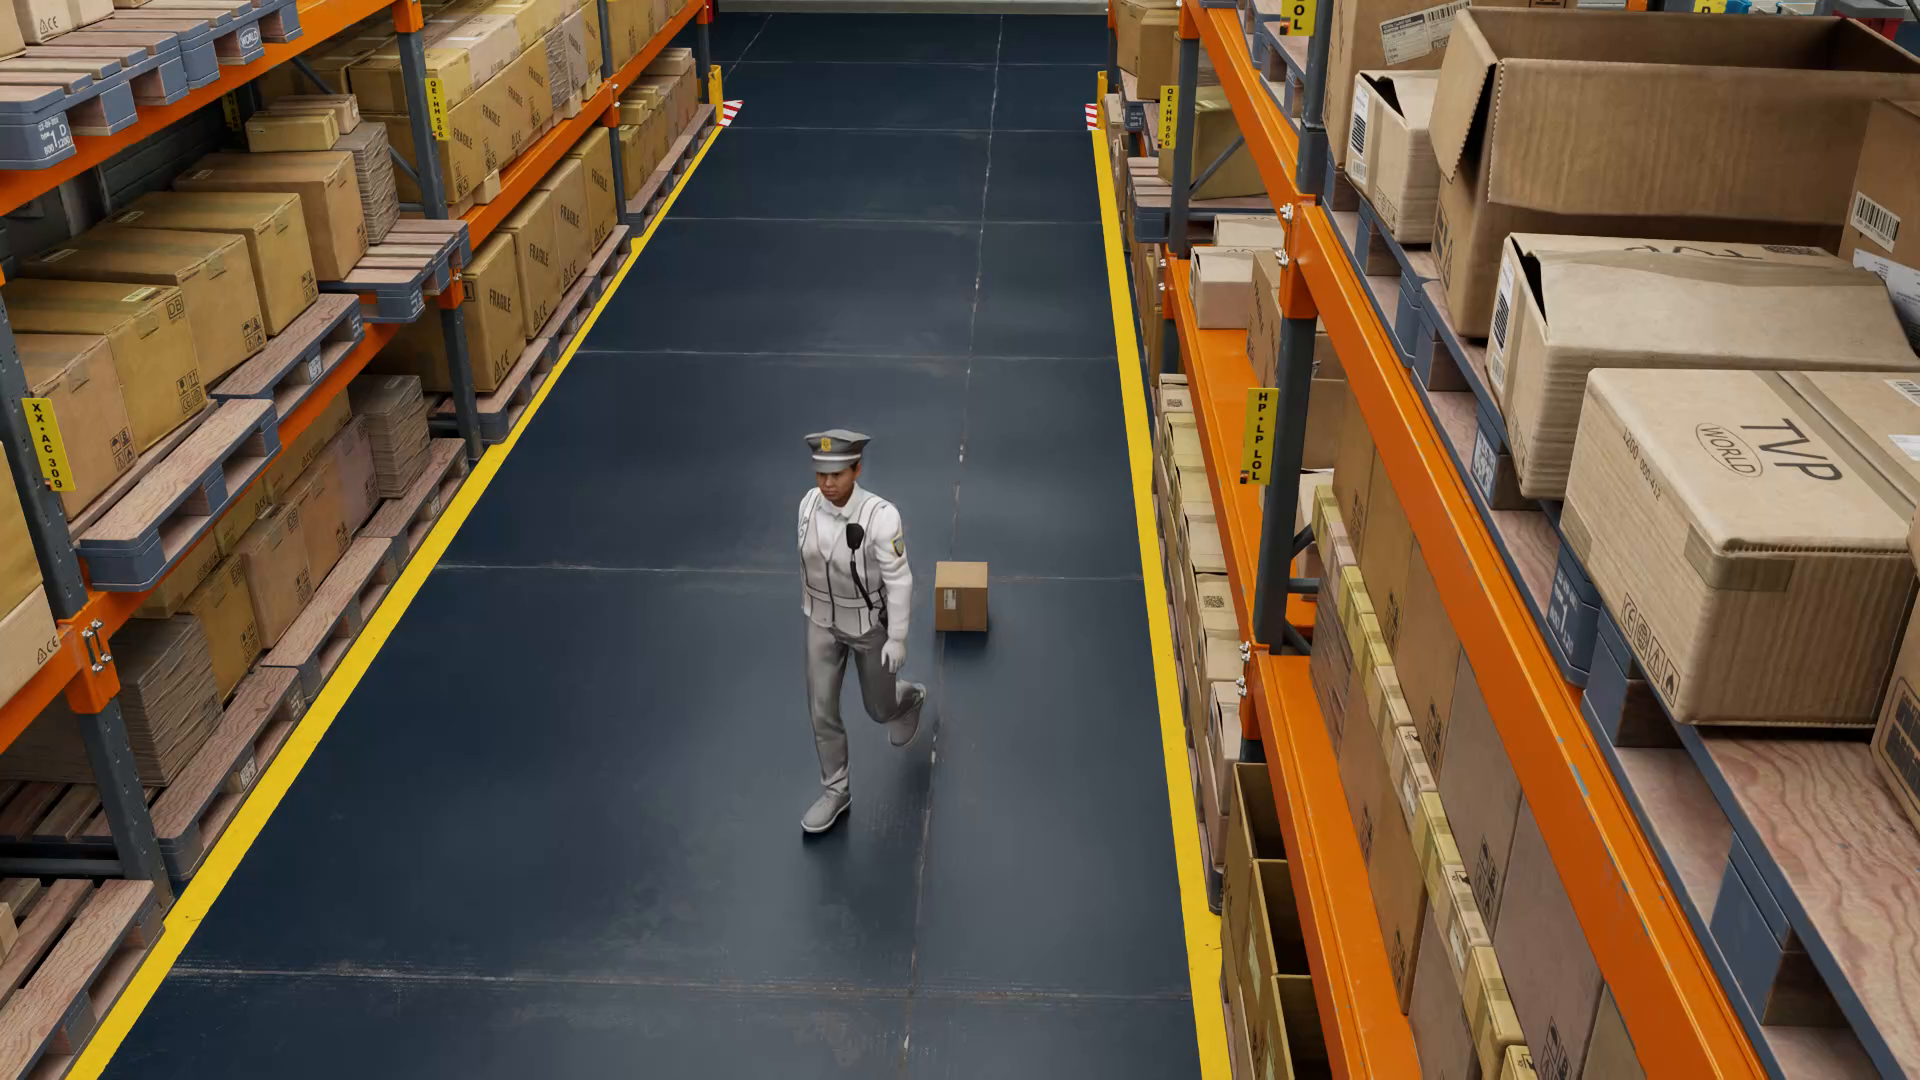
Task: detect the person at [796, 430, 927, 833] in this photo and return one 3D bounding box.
[{"bbox_3d":[-0.387,0.291,6.525,0.494,1.652,0.786,12,30,21],"label":"person"}]
